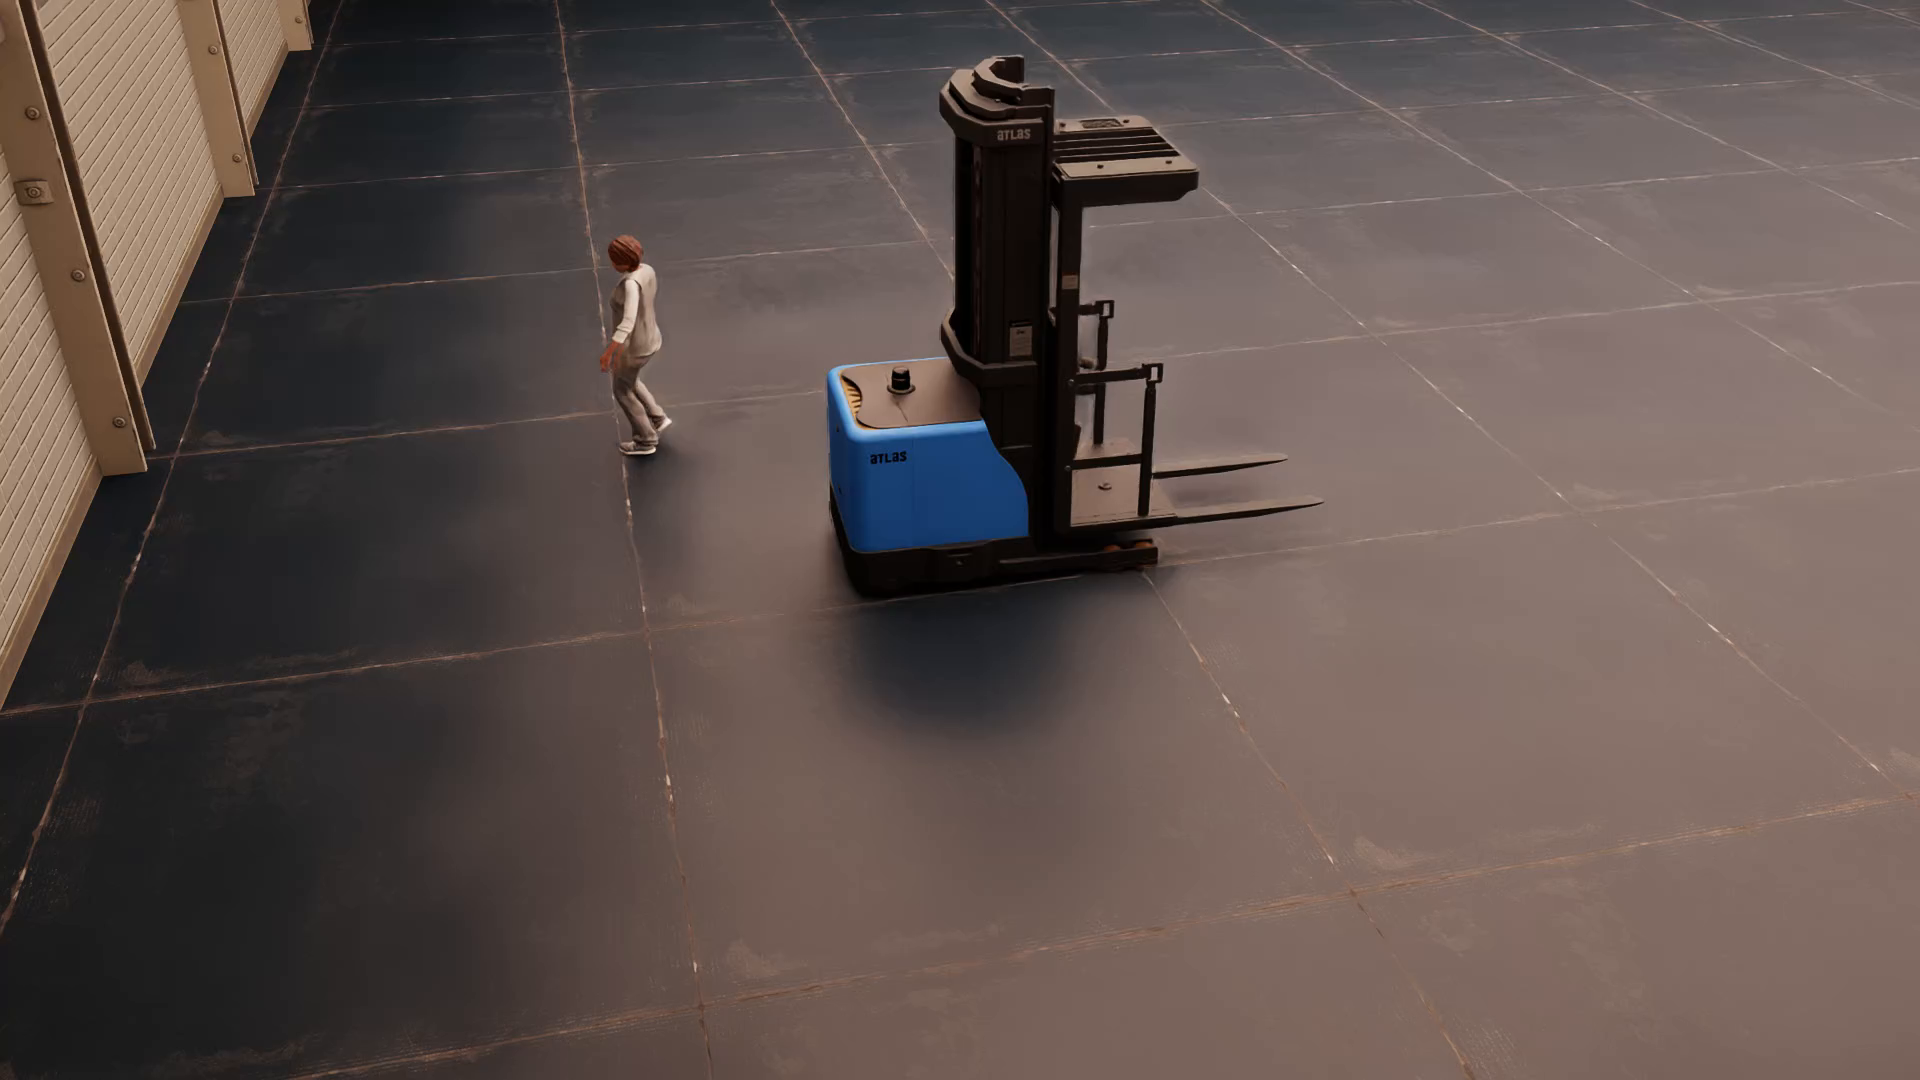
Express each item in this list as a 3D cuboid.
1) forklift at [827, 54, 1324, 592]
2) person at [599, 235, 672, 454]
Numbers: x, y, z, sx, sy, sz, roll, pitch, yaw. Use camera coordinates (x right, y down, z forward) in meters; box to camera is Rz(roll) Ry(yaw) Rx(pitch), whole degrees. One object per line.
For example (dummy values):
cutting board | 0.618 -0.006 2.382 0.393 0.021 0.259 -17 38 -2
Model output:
forklift | 0.745 -1.323 9.860 3.031 2.935 1.130 -6 31 -10
person | -2.229 -1.284 11.159 0.411 1.573 0.669 8 31 13
